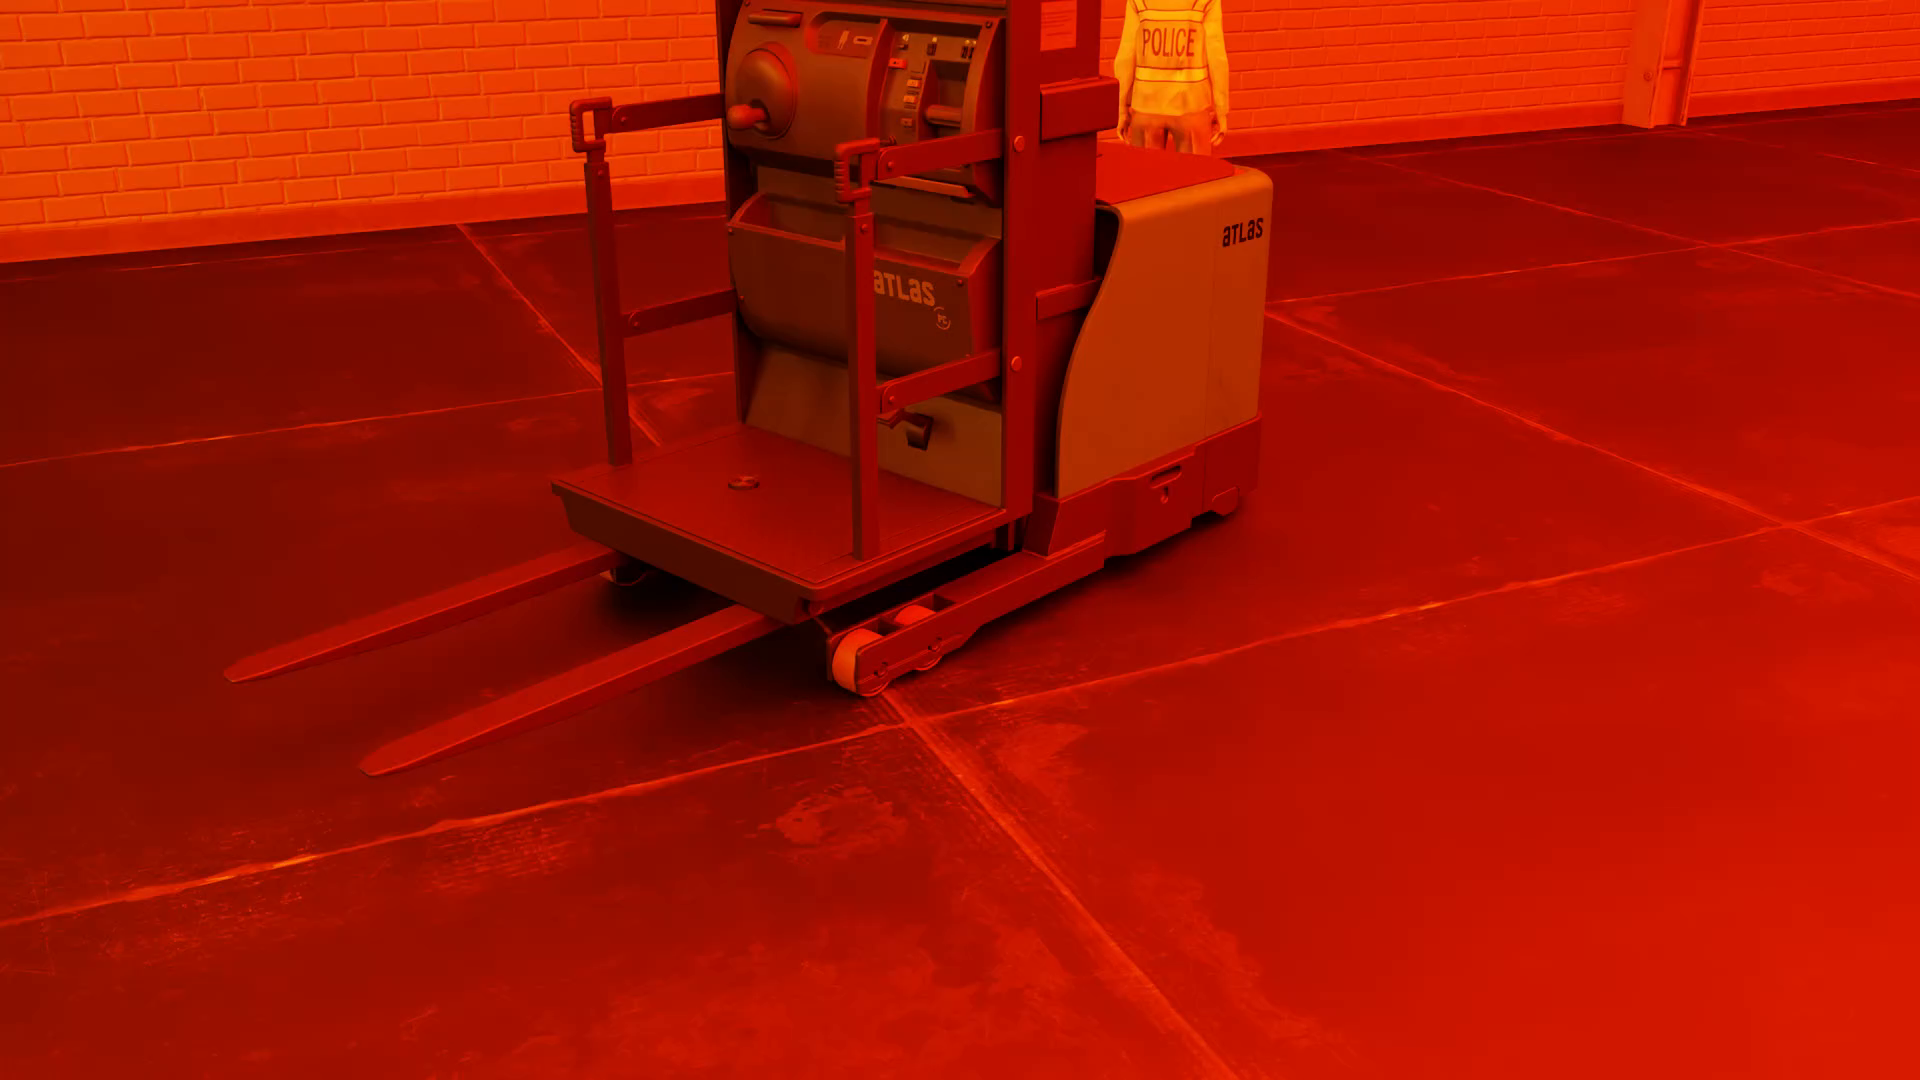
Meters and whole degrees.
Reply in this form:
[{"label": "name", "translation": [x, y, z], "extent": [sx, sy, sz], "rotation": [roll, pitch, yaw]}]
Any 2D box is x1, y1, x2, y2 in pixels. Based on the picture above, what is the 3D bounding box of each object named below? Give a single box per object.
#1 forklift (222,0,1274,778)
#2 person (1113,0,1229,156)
[{"label": "forklift", "translation": [-0.413, -1.182, 4.131], "extent": [1.130, 2.935, 3.031], "rotation": [19, 29, 39]}, {"label": "person", "translation": [0.970, -1.950, 7.636], "extent": [0.540, 1.662, 0.374], "rotation": [6, 23, 15]}]
